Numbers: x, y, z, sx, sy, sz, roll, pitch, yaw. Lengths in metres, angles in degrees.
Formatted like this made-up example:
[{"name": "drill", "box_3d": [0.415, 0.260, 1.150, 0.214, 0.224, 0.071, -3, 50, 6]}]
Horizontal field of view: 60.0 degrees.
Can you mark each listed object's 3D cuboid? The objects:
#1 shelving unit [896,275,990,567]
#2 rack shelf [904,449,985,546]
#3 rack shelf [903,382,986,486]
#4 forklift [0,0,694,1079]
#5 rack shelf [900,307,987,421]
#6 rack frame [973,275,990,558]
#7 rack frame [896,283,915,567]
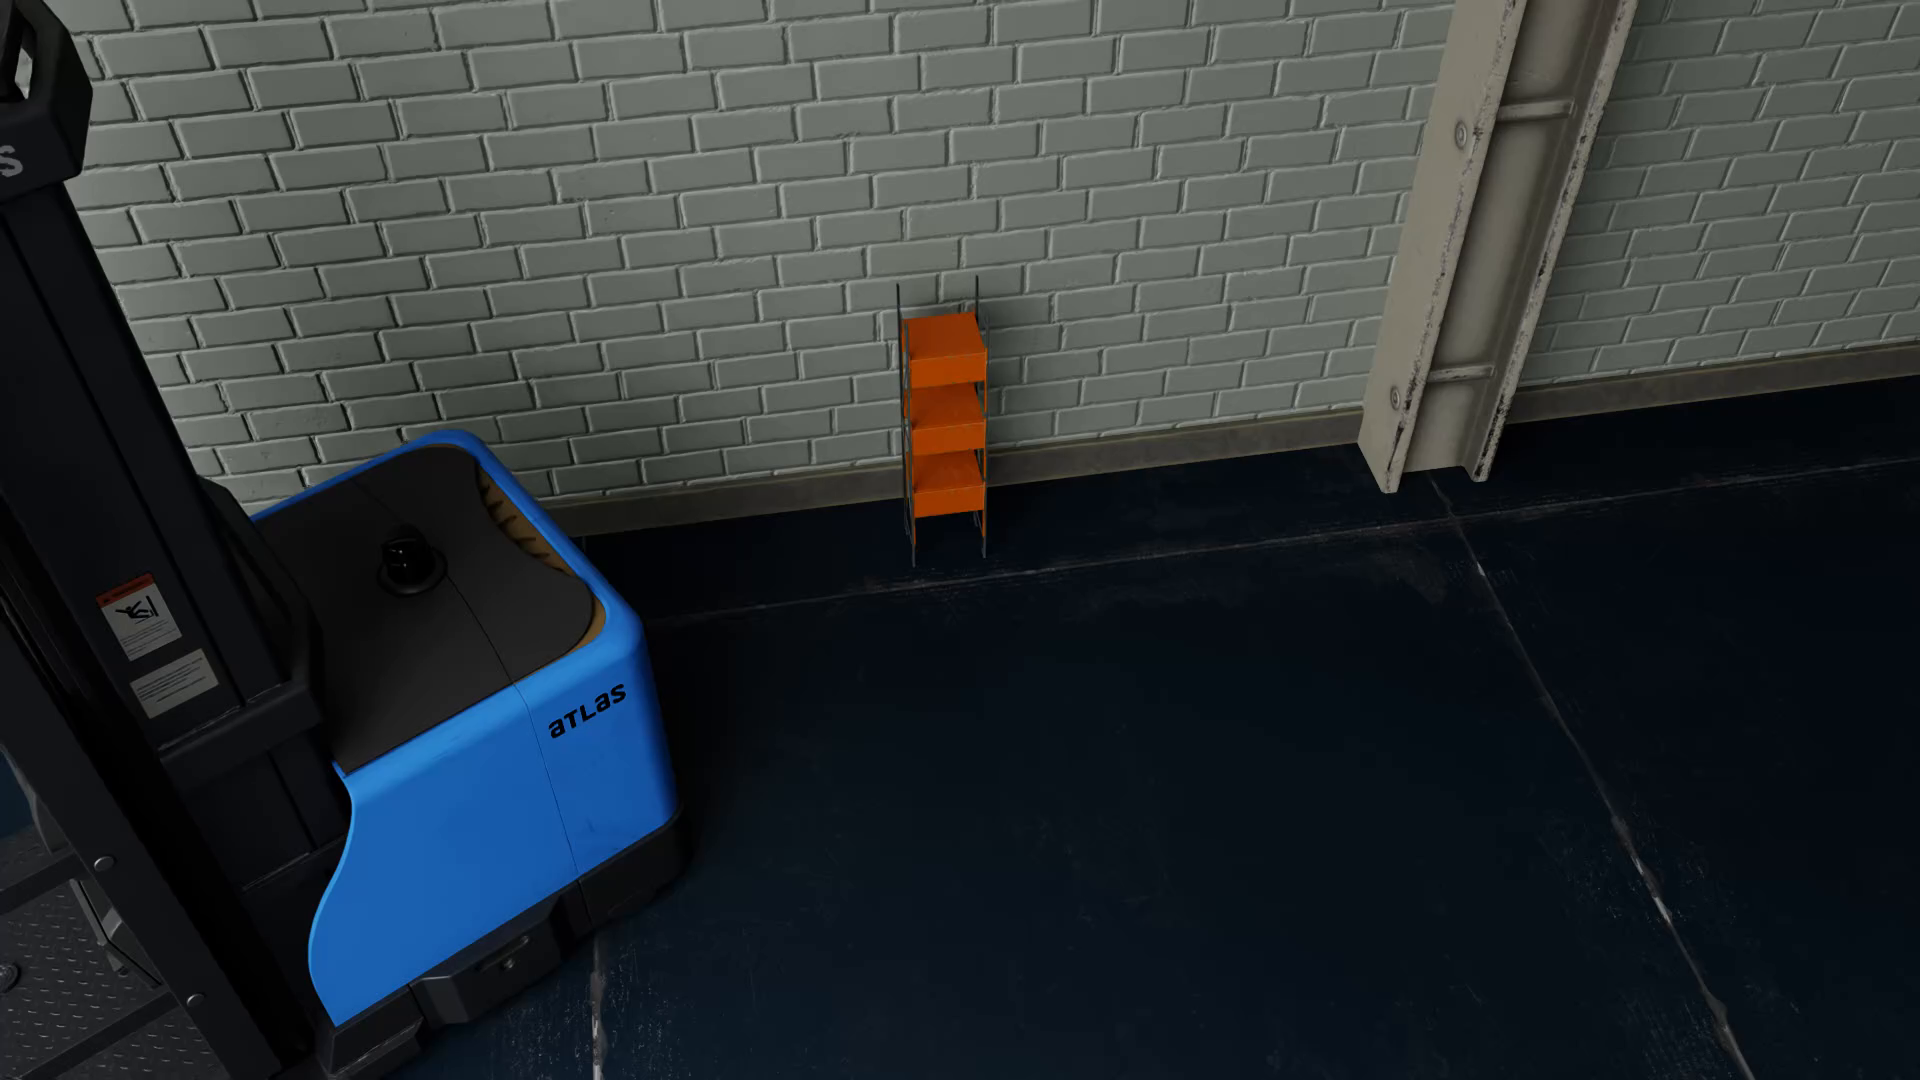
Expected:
[{"name": "shelving unit", "box_3d": [-0.053, -0.358, 5.366, 0.252, 1.050, 0.215, -7, 46, -7]}, {"name": "rack shelf", "box_3d": [-0.053, -0.158, 5.573, 0.240, 0.259, 0.215, -7, 46, -7]}, {"name": "rack shelf", "box_3d": [-0.053, -0.350, 5.373, 0.240, 0.259, 0.215, -7, 46, -7]}, {"name": "forklift", "box_3d": [-2.230, 0.334, 3.393, 3.031, 2.935, 1.130, -30, 53, -26]}, {"name": "rack shelf", "box_3d": [-0.053, -0.547, 5.169, 0.240, 0.259, 0.215, -7, 46, -7]}, {"name": "rack frame", "box_3d": [0.067, -0.373, 5.380, 0.008, 1.050, 0.200, -7, 46, -7]}, {"name": "rack frame", "box_3d": [-0.173, -0.343, 5.351, 0.008, 1.050, 0.200, -7, 46, -7]}]
